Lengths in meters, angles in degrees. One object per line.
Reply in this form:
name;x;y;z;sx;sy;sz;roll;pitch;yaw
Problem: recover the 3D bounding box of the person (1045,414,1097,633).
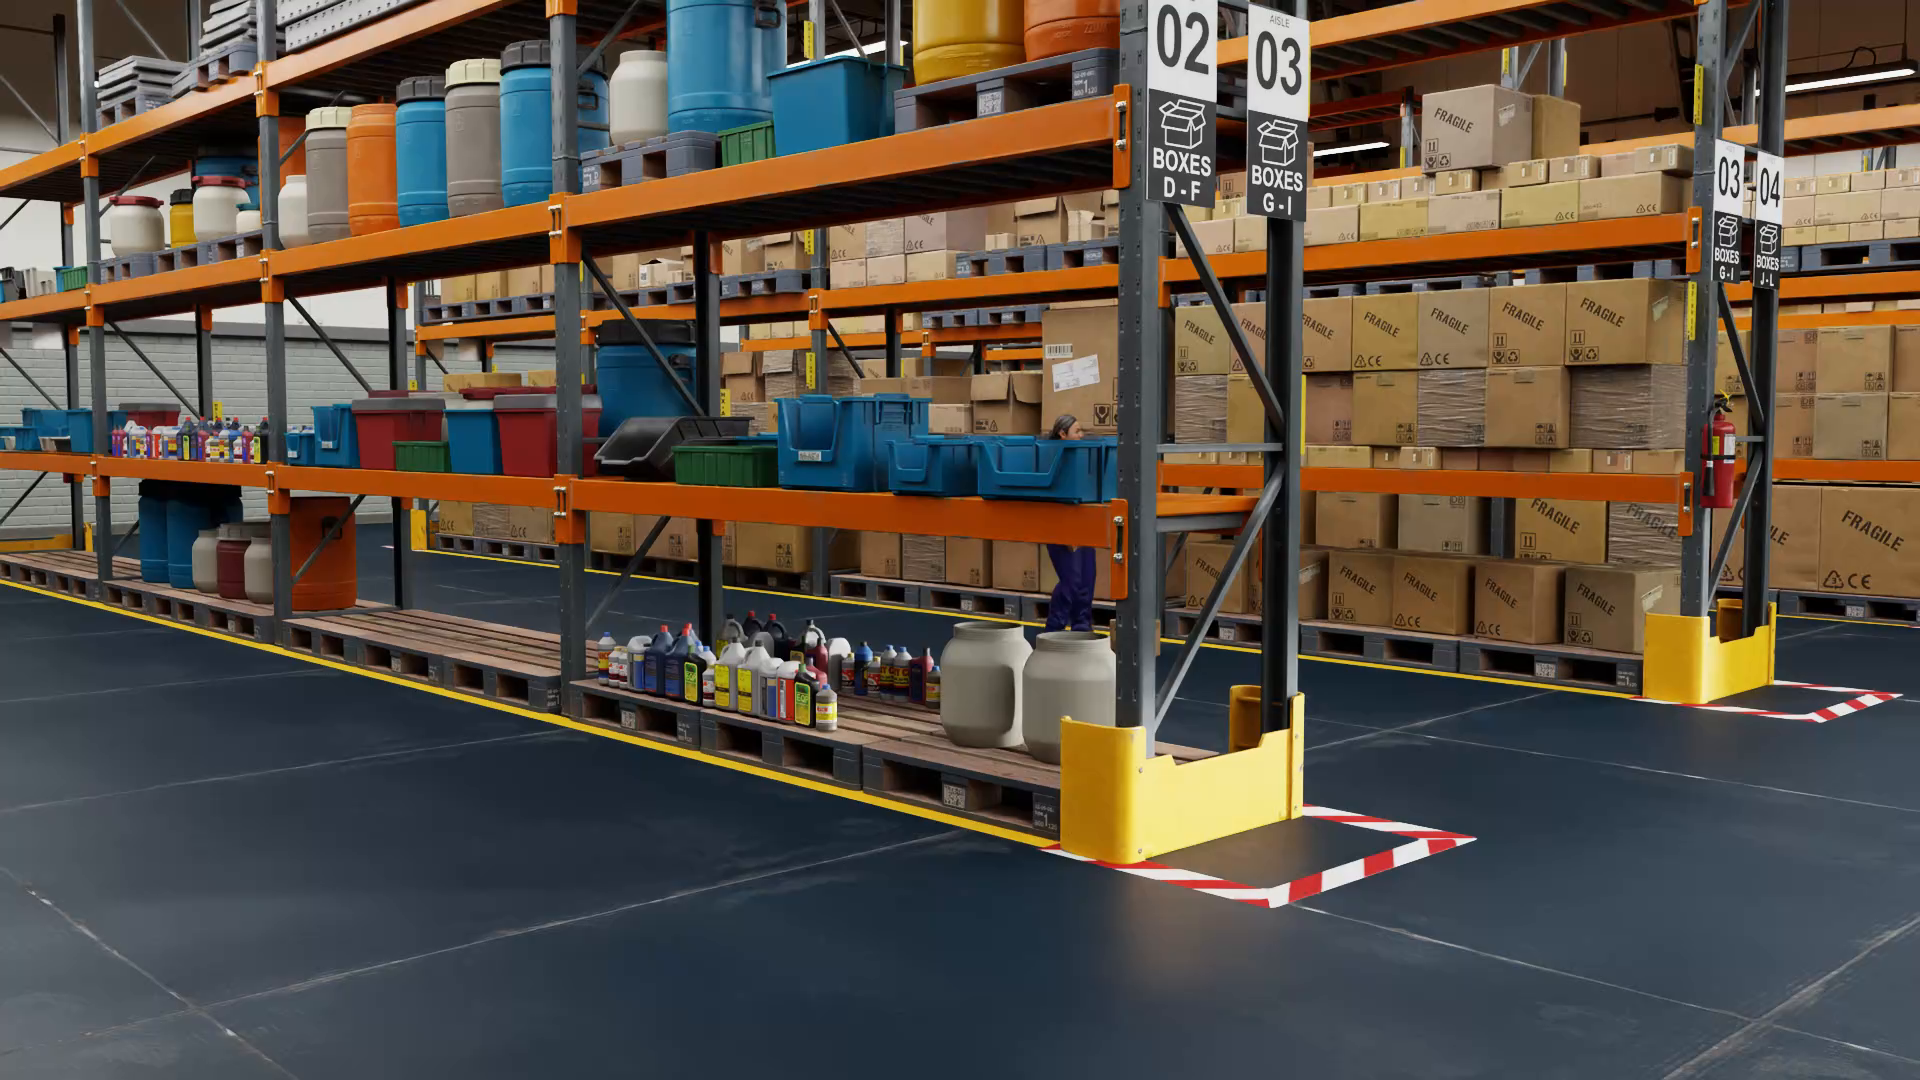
person;0.818;-0.043;11.674;0.421;1.643;0.527;2;5;30
